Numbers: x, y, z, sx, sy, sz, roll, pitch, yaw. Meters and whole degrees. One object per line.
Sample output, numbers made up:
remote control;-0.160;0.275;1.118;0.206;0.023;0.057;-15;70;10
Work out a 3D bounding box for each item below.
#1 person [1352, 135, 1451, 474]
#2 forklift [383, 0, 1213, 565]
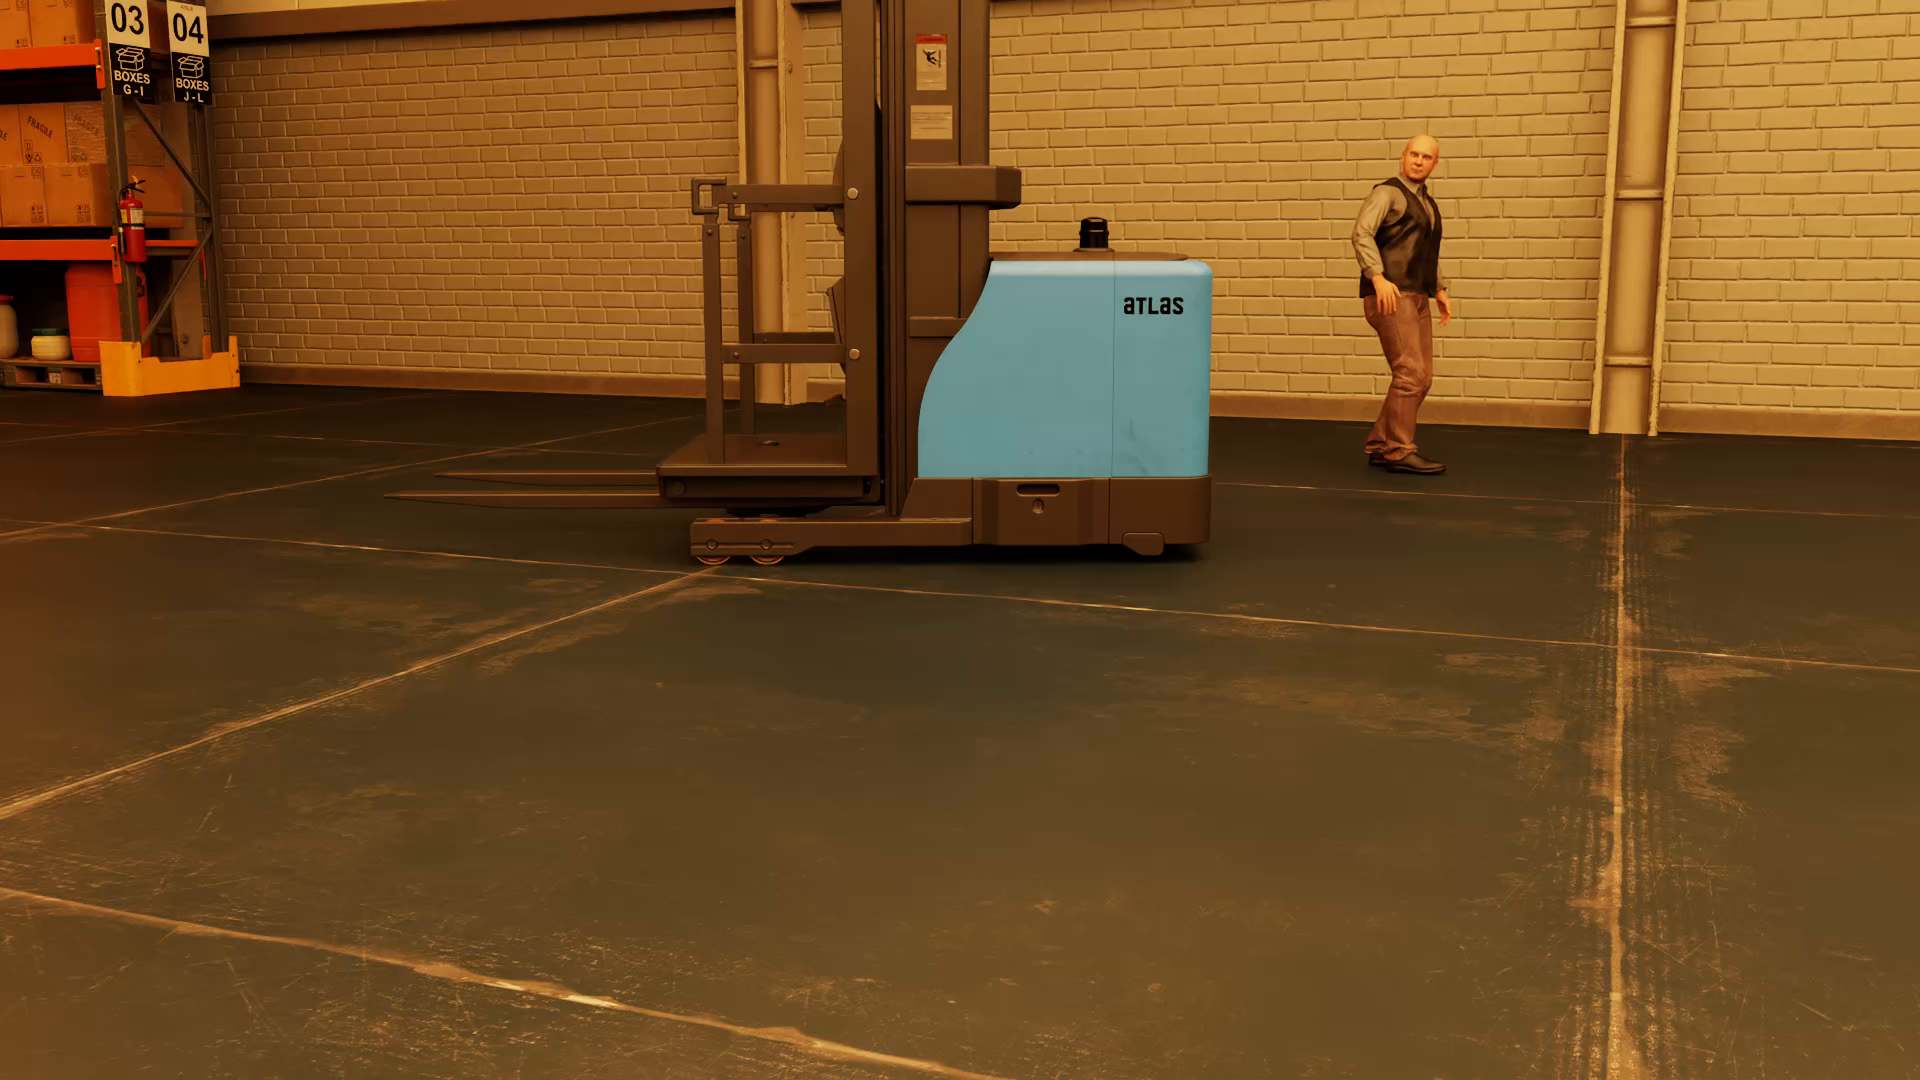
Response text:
person;2.346;-1.214;8.557;0.515;1.705;0.733;7;12;35
forklift;-0.609;-1.444;6.234;3.031;2.935;1.130;0;10;-1
